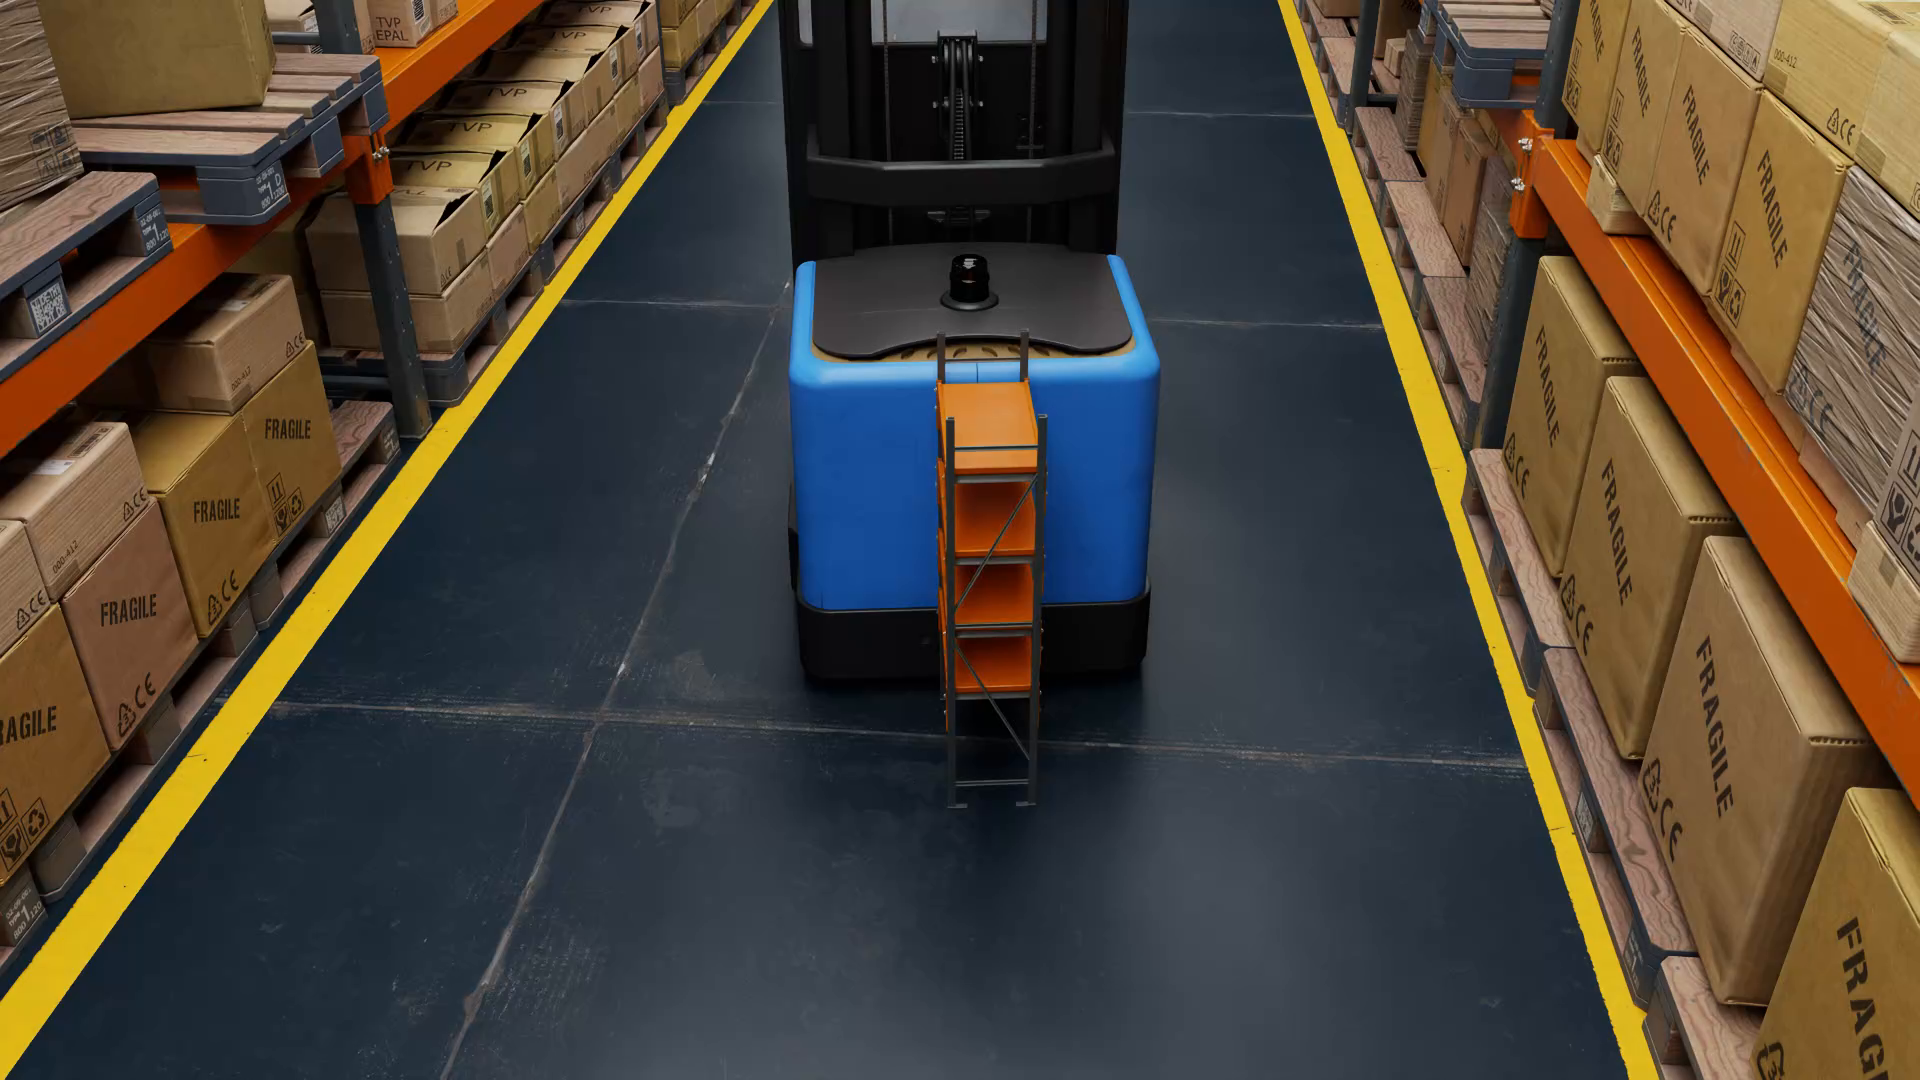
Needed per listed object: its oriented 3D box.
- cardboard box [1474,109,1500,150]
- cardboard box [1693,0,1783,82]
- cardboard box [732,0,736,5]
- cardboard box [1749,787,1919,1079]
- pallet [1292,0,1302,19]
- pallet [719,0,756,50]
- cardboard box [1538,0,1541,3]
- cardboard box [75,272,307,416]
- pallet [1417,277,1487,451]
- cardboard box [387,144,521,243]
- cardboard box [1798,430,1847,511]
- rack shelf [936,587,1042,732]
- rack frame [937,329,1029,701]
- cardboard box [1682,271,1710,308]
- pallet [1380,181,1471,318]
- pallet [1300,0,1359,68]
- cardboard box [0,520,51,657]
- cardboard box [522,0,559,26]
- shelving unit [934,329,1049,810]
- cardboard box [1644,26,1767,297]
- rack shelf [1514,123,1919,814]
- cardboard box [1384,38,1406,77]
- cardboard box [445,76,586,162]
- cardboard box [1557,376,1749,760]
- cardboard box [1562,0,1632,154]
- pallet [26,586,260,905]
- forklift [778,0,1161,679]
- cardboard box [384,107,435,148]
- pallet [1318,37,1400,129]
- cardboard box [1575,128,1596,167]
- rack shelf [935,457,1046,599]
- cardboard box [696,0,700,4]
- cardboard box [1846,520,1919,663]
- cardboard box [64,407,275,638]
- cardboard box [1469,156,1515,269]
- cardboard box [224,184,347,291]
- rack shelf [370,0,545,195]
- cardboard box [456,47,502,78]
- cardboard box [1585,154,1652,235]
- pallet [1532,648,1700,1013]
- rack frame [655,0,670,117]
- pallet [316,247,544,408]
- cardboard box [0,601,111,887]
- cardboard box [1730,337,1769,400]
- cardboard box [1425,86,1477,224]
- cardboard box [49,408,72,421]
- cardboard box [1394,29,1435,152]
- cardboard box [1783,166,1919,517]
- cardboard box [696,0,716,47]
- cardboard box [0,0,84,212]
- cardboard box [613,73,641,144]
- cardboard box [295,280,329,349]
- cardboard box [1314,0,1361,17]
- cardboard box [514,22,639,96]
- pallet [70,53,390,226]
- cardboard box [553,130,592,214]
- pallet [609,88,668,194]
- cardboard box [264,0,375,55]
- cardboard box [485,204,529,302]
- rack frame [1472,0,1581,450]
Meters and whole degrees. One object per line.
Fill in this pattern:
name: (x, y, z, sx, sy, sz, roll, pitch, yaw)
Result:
cardboard box: (2.540, -1.883, 7.194, 0.500, 0.250, 0.500, 2, 32, 4)
cardboard box: (2.014, -1.225, 3.766, 0.500, 0.250, 0.500, 3, 32, 4)
cardboard box: (-1.758, -3.820, 11.310, 0.500, 0.250, 0.500, 2, 32, 4)
cardboard box: (1.985, 0.986, 2.940, 0.750, 0.750, 0.750, 3, 32, 5)
pallet: (2.931, -4.030, 12.088, 1.003, 0.211, 1.213, 2, 32, 4)
pallet: (-2.021, -3.665, 11.496, 1.003, 0.211, 1.213, 2, 32, 4)
cardboard box: (2.434, -2.266, 6.054, 0.700, 0.500, 0.500, 0, 32, -1)
cardboard box: (-2.393, -0.620, 5.146, 0.500, 0.250, 0.500, 4, 32, 6)
pallet: (2.452, -0.718, 6.715, 1.003, 0.211, 1.213, 2, 32, 4)
cardboard box: (-2.180, -1.490, 6.995, 0.500, 0.311, 0.500, 2, 32, 3)
cardboard box: (1.954, -0.158, 3.368, 0.380, 0.149, 0.250, 2, 32, 3)
rack shelf: (0.073, 0.318, 4.596, 0.258, 0.148, 0.480, -2, 32, -3)
rack frame: (0.060, -0.036, 4.664, 0.240, 1.200, 0.015, -2, 32, -3)
cardboard box: (2.084, -0.697, 4.242, 0.380, 0.149, 0.250, 3, 32, 5)
pallet: (2.554, -1.355, 7.747, 1.003, 0.211, 1.213, 2, 32, 4)
pallet: (2.829, -3.394, 11.056, 1.003, 0.211, 1.213, 2, 32, 4)
cardboard box: (-2.512, 0.177, 3.852, 0.500, 0.250, 0.500, 3, 32, 4)
cardboard box: (-2.506, -2.840, 9.185, 0.500, 0.311, 0.500, 3, 32, 4)
shelving unit: (0.073, 0.092, 4.457, 0.258, 1.200, 0.503, -2, 32, -3)
cardboard box: (1.999, -0.899, 3.951, 0.500, 0.500, 0.500, 2, 32, 4)
rack shelf: (2.225, -0.145, 3.812, 1.077, 0.370, 4.000, 2, 32, 4)
cardboard box: (2.727, -2.851, 9.798, 0.380, 0.166, 0.250, -2, 32, -2)
cardboard box: (-2.095, -2.025, 7.864, 0.500, 0.311, 0.500, 2, 32, 3)
cardboard box: (2.119, 0.076, 4.416, 0.750, 0.750, 0.750, 2, 32, 4)
cardboard box: (2.093, -1.432, 4.816, 0.500, 0.500, 0.500, 3, 32, 5)
pallet: (-2.751, 0.505, 4.729, 1.003, 0.211, 1.213, 2, 32, 4)
forklift: (-0.034, -1.577, 5.516, 1.130, 2.935, 3.031, -2, 32, -3)
cardboard box: (-2.673, -1.774, 7.455, 0.500, 0.311, 0.500, 2, 32, 4)
pallet: (2.732, -2.754, 10.018, 1.003, 0.211, 1.213, 2, 32, 4)
cardboard box: (2.130, -1.236, 5.117, 0.380, 0.149, 0.250, 2, 32, 3)
rack shelf: (0.073, -0.041, 4.375, 0.258, 0.148, 0.480, -2, 32, -3)
cardboard box: (-1.842, -3.617, 10.265, 0.500, 0.500, 0.500, 2, 32, 4)
cardboard box: (1.833, 0.097, 2.954, 0.380, 0.149, 0.250, 2, 32, 4)
cardboard box: (-2.435, -0.060, 4.952, 0.500, 0.500, 0.500, 1, 32, 2)
cardboard box: (2.552, -1.263, 6.904, 0.700, 0.500, 0.500, 2, 32, 4)
cardboard box: (-2.753, -1.238, 6.586, 0.500, 0.311, 0.500, 3, 32, 5)
rack shelf: (-2.387, -2.446, 7.546, 1.077, 0.370, 4.000, 2, 32, 4)
cardboard box: (-2.593, -2.308, 8.321, 0.500, 0.311, 0.500, 1, 32, 2)
cardboard box: (1.995, -0.970, 4.685, 0.380, 0.149, 0.250, 3, 32, 5)
pallet: (2.146, 0.735, 4.356, 1.003, 0.211, 1.213, 2, 32, 4)
rack frame: (-2.225, -3.798, 9.054, 1.000, 3.000, 0.127, 2, 32, 4)
pallet: (-2.444, -0.948, 7.088, 1.003, 0.211, 1.213, 2, 32, 4)
cardboard box: (-2.513, 0.479, 4.077, 0.500, 0.500, 0.500, 3, 32, 5)
cardboard box: (2.016, -0.434, 3.815, 0.380, 0.149, 0.250, 3, 32, 4)
cardboard box: (2.596, -1.789, 7.757, 0.700, 0.500, 0.500, 3, 32, 5)
cardboard box: (-2.955, -0.068, 4.964, 0.500, 0.500, 0.500, 2, 32, 3)
cardboard box: (2.670, -2.326, 8.629, 0.700, 0.500, 0.500, 3, 32, 6)
cardboard box: (1.929, -0.365, 3.085, 0.500, 0.500, 0.500, 3, 32, 4)
cardboard box: (-1.839, -3.297, 10.462, 0.500, 0.250, 0.500, 2, 32, 4)
cardboard box: (-2.754, -1.124, 4.219, 0.700, 0.500, 0.500, 8, 33, 13)
cardboard box: (-2.012, -2.313, 8.864, 0.500, 0.250, 0.500, 2, 32, 3)
cardboard box: (-2.750, -1.000, 6.735, 0.500, 0.250, 0.500, 3, 32, 5)
cardboard box: (2.737, -3.766, 10.965, 0.700, 0.500, 0.500, 1, 32, 1)
cardboard box: (-2.008, -2.549, 8.713, 0.500, 0.311, 0.500, 3, 32, 5)
pallet: (-2.535, -1.268, 5.131, 1.213, 0.211, 1.003, 2, 32, 4)
cardboard box: (-2.096, -1.779, 7.999, 0.500, 0.250, 0.500, 3, 32, 5)
pallet: (-2.246, -2.224, 9.158, 1.003, 0.211, 1.213, 2, 32, 4)
cardboard box: (-2.477, -1.857, 5.989, 0.500, 0.311, 0.500, 4, 32, 7)
cardboard box: (-2.175, -1.239, 7.122, 0.500, 0.250, 0.500, 2, 32, 3)
rack frame: (2.387, -1.497, 5.320, 1.000, 3.000, 0.127, 2, 32, 4)
